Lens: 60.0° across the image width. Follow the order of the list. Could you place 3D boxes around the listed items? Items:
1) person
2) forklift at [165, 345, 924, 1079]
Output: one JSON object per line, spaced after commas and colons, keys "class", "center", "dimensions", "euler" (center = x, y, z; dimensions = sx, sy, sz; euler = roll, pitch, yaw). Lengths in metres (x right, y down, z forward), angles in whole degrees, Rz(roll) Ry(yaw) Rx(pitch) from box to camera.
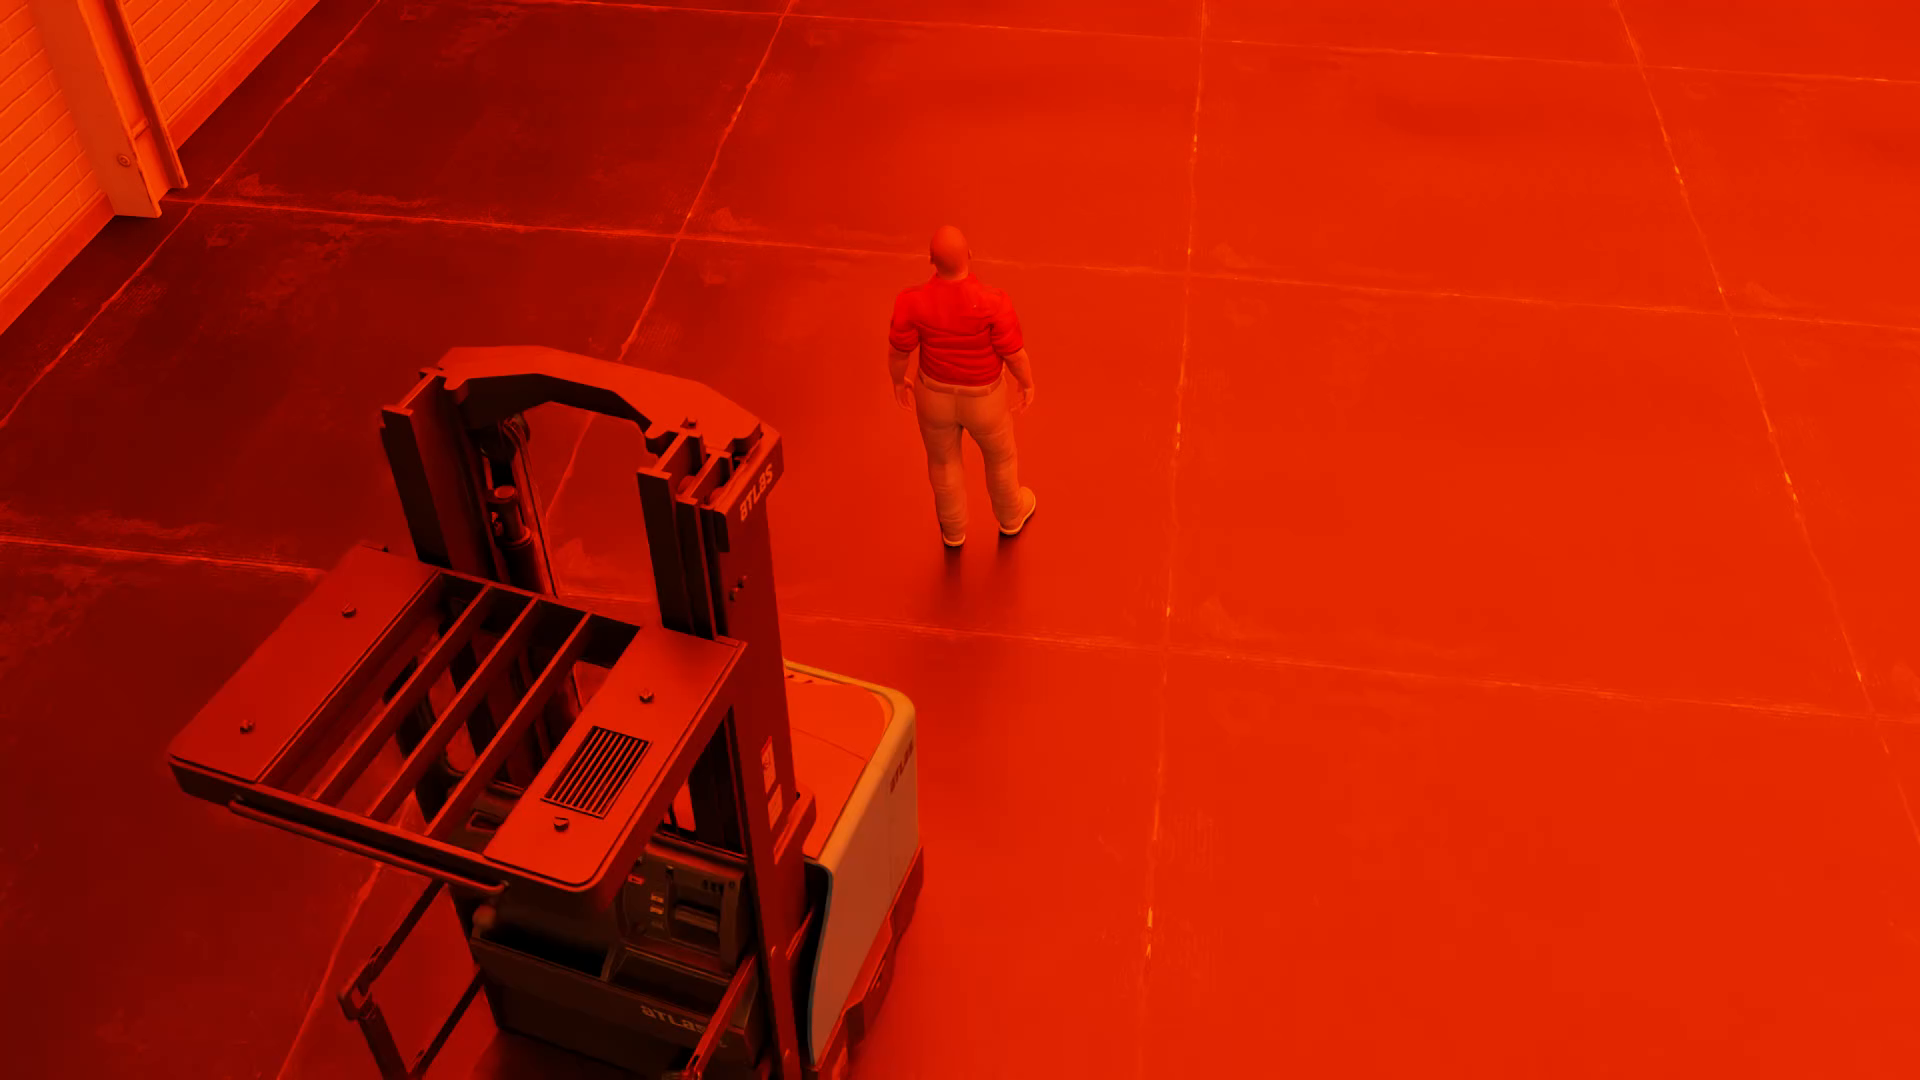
{"class": "person", "center": [0.023, -0.702, 7.365], "dimensions": [0.641, 1.728, 0.550], "euler": [5, 43, 6]}
{"class": "forklift", "center": [-1.117, 1.070, 4.560], "dimensions": [1.130, 2.935, 3.031], "euler": [14, 44, 14]}
